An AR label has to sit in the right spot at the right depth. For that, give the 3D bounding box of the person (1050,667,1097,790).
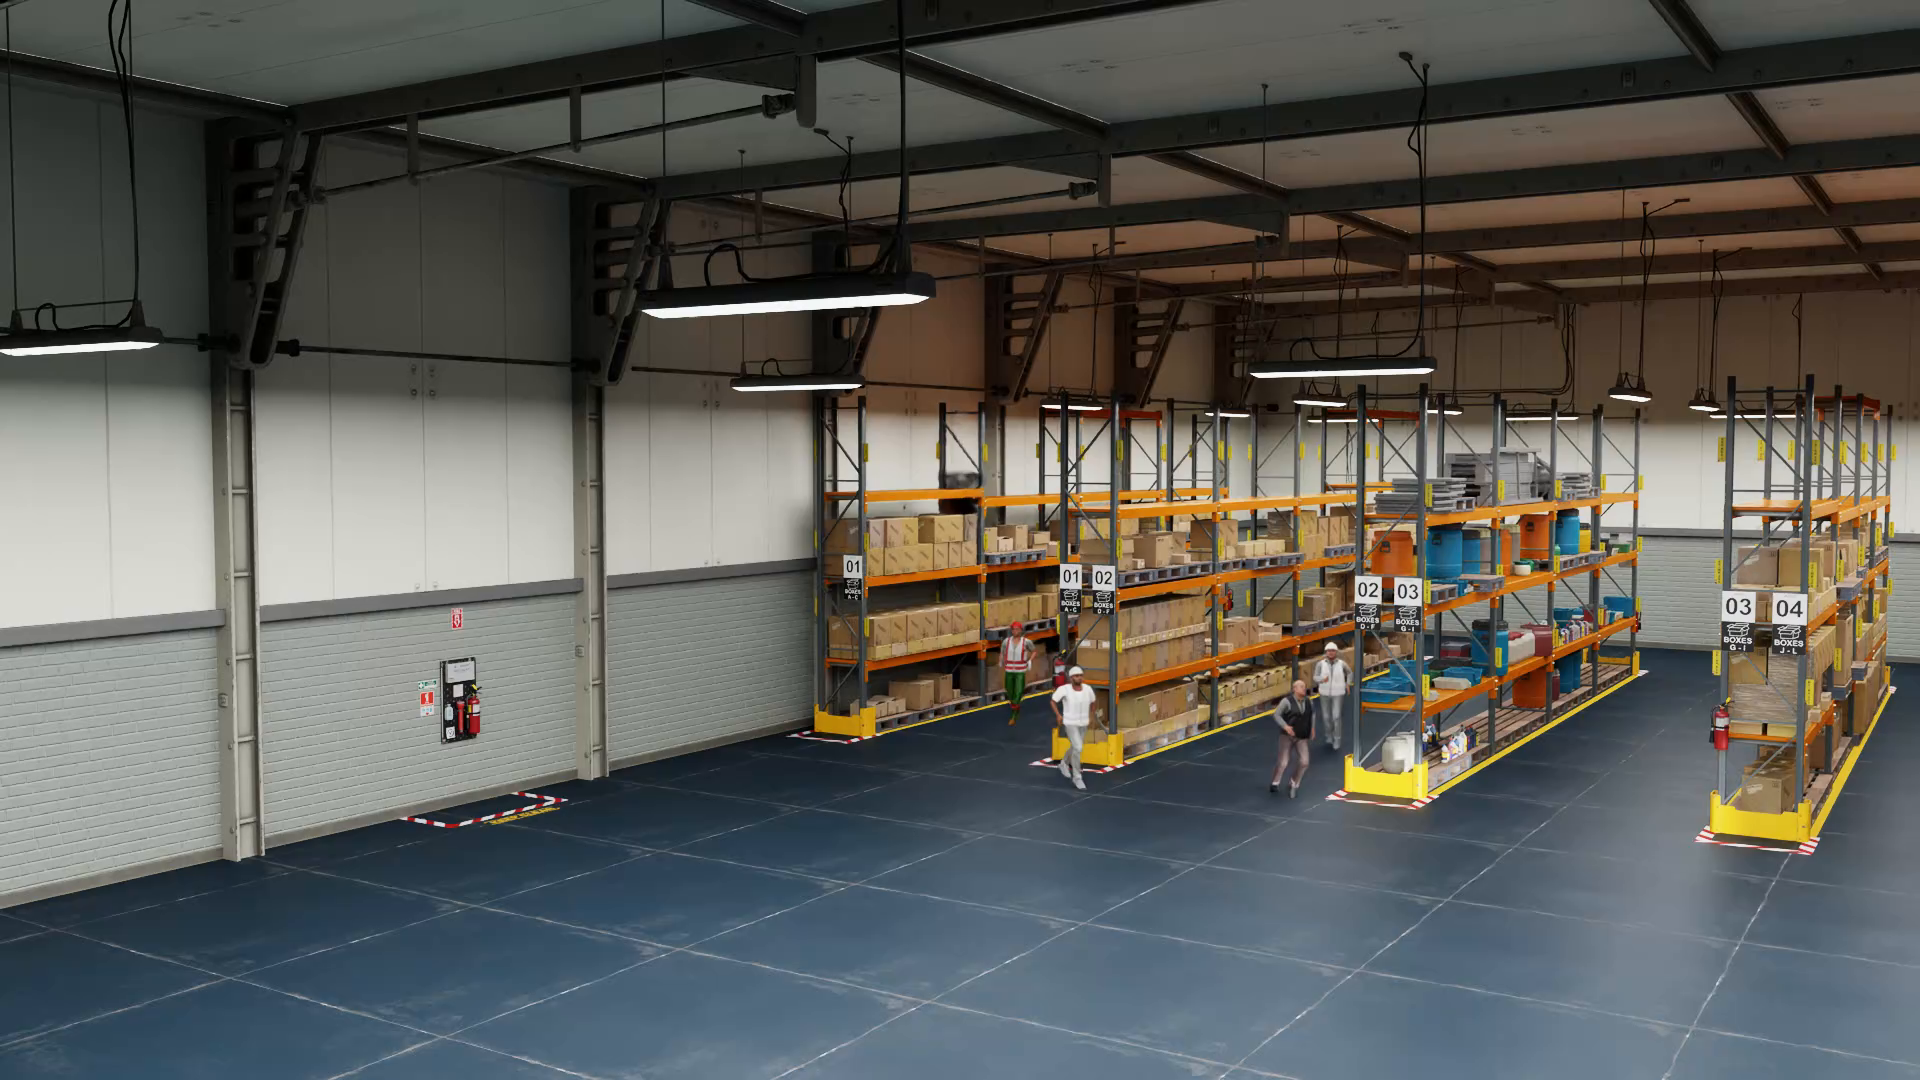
[{"bbox_3d":[1.739,2.799,25.090,0.687,1.814,0.832,-2,3,-28],"label":"person"}]

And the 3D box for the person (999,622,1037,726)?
[{"bbox_3d":[0.994,2.306,28.998,0.655,1.778,0.889,1,3,15],"label":"person"}]

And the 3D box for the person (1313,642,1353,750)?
[{"bbox_3d":[6.300,2.640,28.159,0.622,1.811,0.732,1,3,21],"label":"person"}]

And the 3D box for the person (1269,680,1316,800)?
[{"bbox_3d":[4.896,2.898,24.186,0.716,1.721,0.671,0,3,-8],"label":"person"}]
